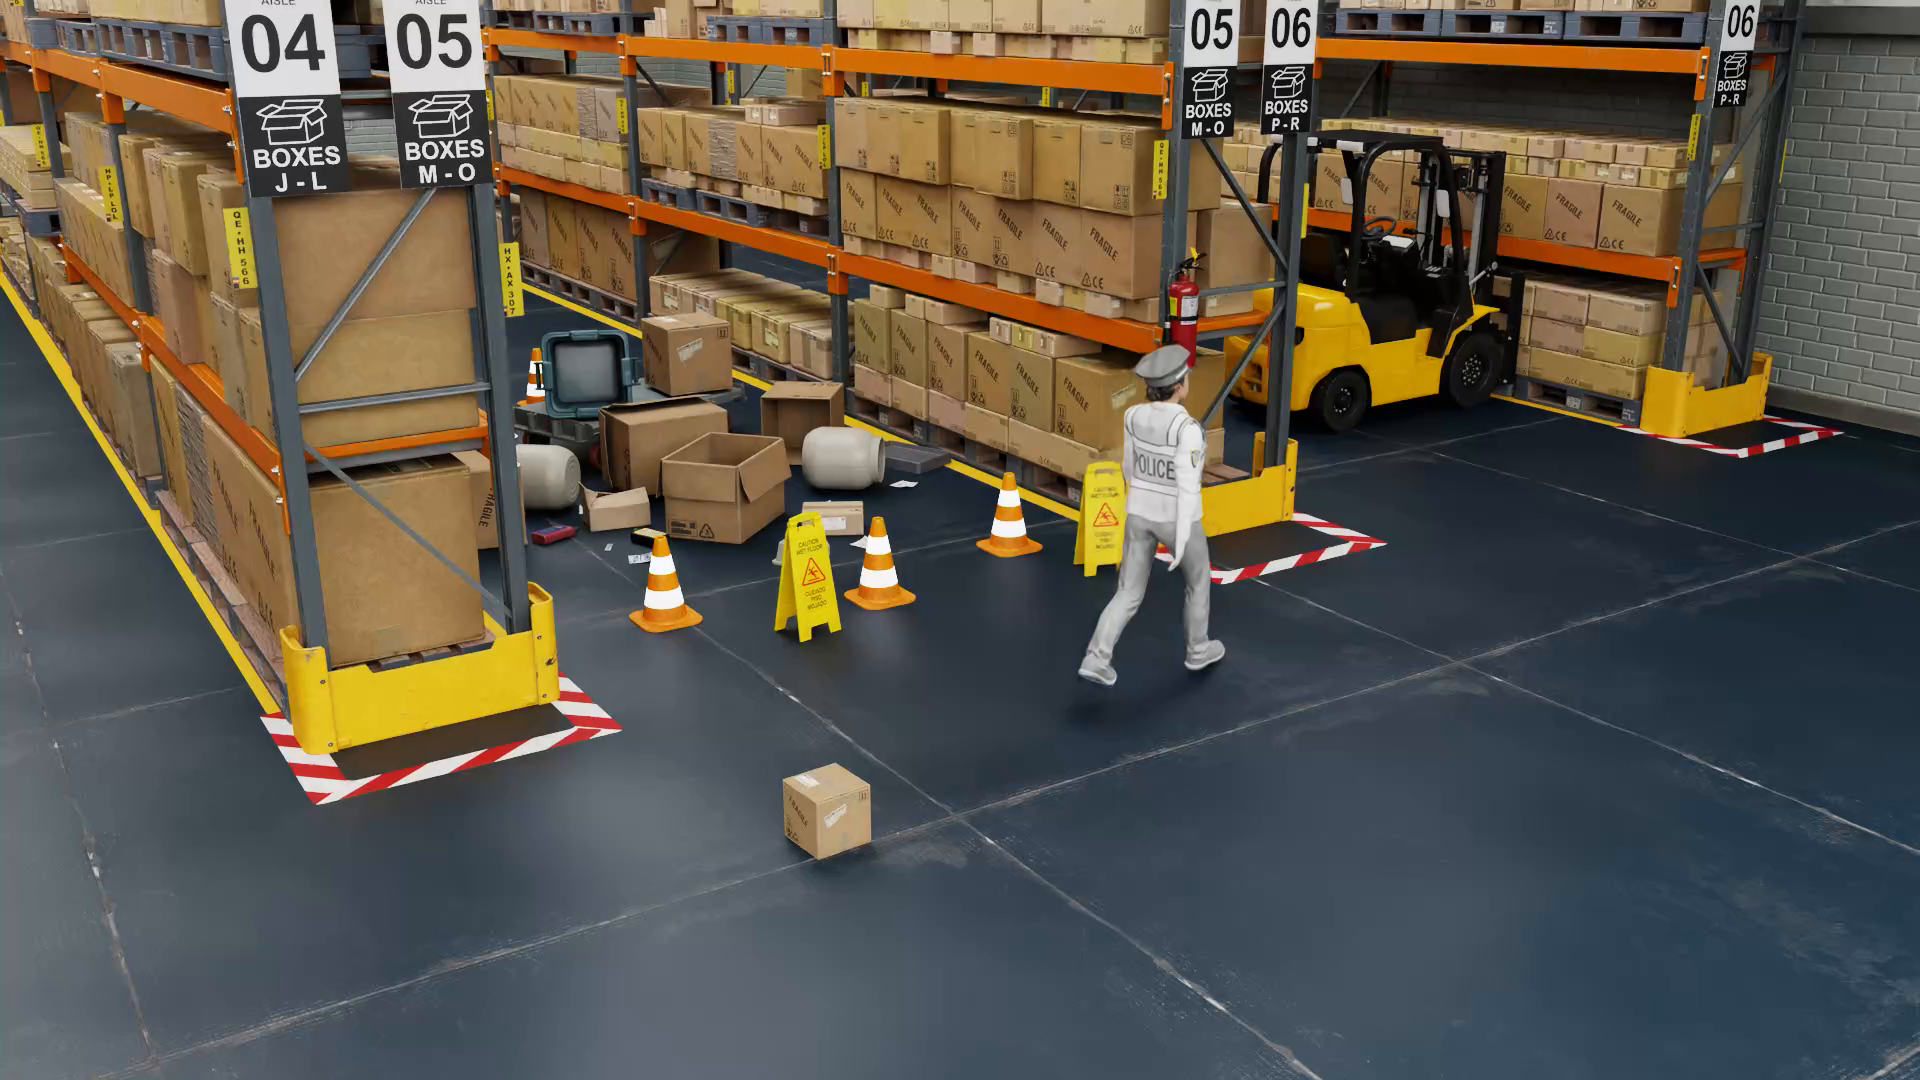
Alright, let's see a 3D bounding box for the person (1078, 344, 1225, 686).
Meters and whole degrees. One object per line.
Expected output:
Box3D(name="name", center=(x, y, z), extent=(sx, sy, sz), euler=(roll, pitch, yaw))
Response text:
Box3D(name="person", center=(0.937, -0.107, 7.812), extent=(0.480, 1.640, 0.987), euler=(15, 23, 37))
